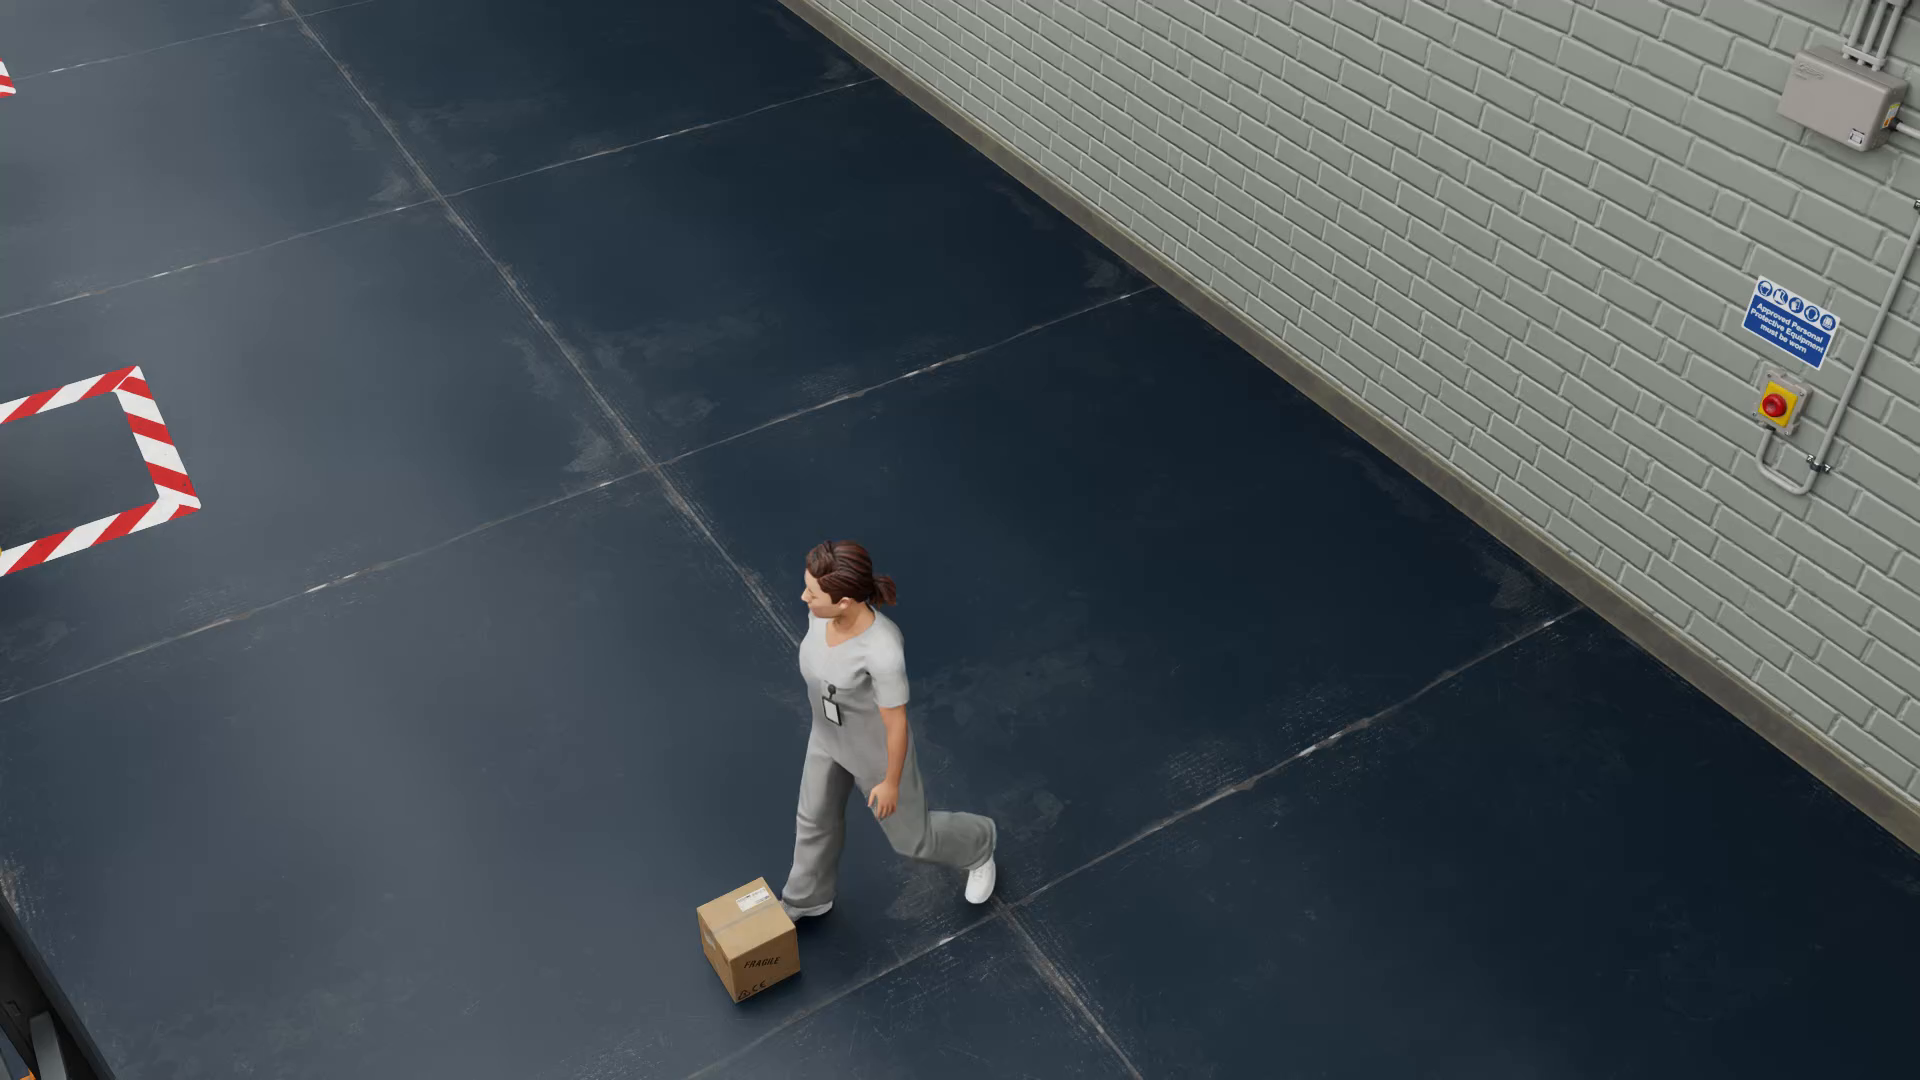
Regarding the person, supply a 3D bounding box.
[{"bbox_3d":[-0.272,0.666,5.377,0.858,1.657,0.565,-31,50,-31],"label":"person"}]
